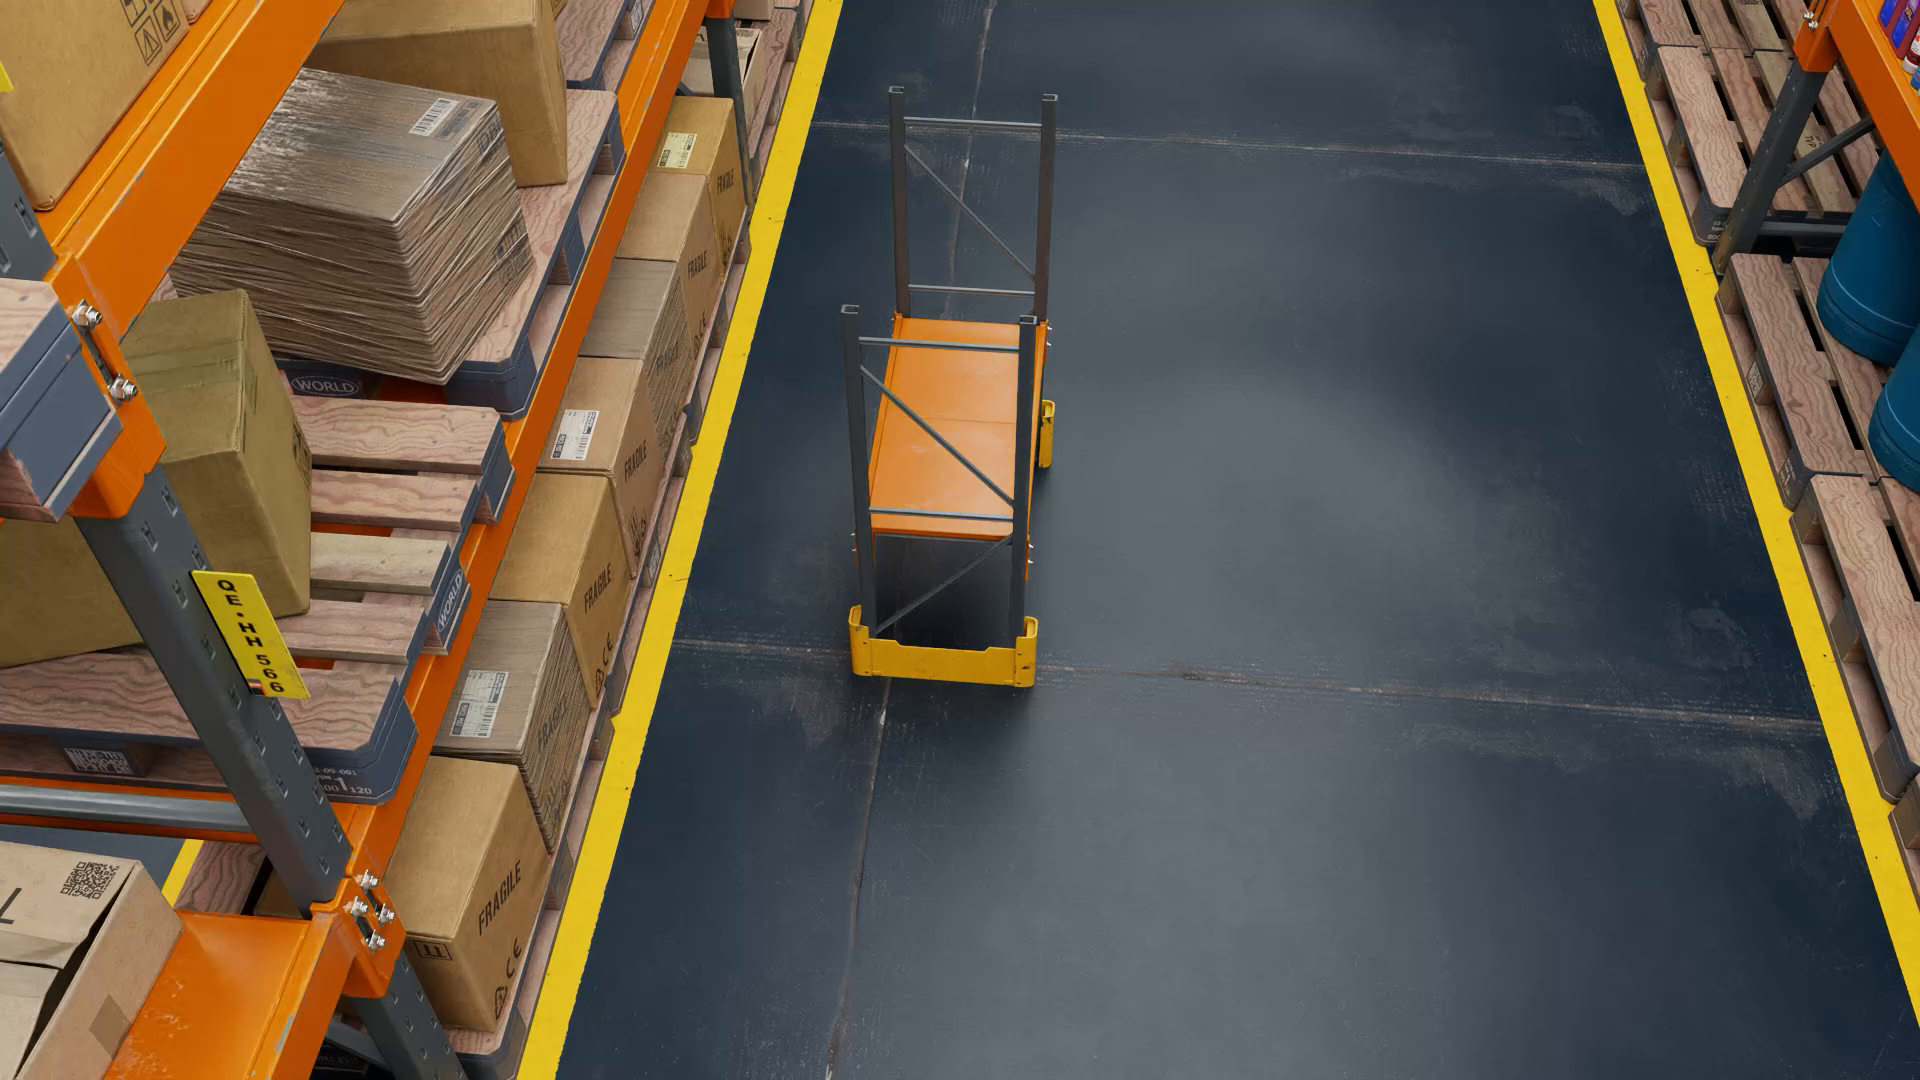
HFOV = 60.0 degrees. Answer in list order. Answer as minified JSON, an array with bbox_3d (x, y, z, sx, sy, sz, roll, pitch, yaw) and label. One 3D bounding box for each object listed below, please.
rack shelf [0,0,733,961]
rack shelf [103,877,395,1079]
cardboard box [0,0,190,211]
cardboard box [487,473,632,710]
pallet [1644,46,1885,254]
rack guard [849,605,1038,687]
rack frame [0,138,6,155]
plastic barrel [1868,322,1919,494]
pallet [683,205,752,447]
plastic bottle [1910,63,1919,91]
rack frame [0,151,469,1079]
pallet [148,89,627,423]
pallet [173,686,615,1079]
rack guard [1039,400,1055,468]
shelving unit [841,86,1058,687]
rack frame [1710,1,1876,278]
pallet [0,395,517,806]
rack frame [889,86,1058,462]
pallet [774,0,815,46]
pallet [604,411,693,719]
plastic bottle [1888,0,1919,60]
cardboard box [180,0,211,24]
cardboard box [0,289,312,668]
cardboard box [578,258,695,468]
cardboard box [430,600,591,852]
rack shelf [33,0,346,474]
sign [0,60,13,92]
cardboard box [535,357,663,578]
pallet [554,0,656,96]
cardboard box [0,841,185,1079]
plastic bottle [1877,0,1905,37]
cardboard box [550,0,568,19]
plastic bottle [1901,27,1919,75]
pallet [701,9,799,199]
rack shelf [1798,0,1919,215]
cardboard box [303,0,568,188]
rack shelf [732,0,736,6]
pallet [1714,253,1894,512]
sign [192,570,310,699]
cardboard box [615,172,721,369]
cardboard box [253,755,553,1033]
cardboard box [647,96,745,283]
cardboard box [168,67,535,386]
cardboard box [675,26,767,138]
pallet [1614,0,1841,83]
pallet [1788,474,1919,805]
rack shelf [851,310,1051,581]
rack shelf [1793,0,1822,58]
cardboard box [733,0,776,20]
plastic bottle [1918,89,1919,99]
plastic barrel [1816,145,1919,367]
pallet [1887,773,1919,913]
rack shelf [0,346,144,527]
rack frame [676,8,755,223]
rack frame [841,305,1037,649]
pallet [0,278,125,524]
[{"bbox_3d":[-1.553,-0.708,4.852,1.077,0.370,4.000,4,48,4],"label":"rack shelf"},{"bbox_3d":[-1.918,2.232,2.164,1.077,0.370,4.000,4,48,4],"label":"rack shelf"},{"bbox_3d":[-1.729,-0.850,2.394,0.910,0.500,0.500,4,48,4],"label":"cardboard box"},{"bbox_3d":[-1.317,0.146,4.980,0.500,0.500,0.500,3,48,3],"label":"cardboard box"},{"bbox_3d":[3.590,-1.686,7.149,1.003,0.211,1.213,4,48,4],"label":"pallet"},{"bbox_3d":[-0.052,0.338,5.272,0.587,0.250,0.087,4,48,4],"label":"rack guard"},{"bbox_3d":[-1.736,-1.505,1.029,1.000,3.000,0.127,4,48,4],"label":"rack frame"},{"bbox_3d":[3.430,-0.599,5.402,0.600,0.901,0.708,4,48,4],"label":"plastic barrel"},{"bbox_3d":[-1.408,-0.879,6.411,1.003,0.211,1.213,4,48,4],"label":"pallet"},{"bbox_3d":[3.090,-1.544,5.217,0.097,0.271,0.097,0,48,0],"label":"plastic bottle"},{"bbox_3d":[-1.736,0.519,3.242,1.000,3.000,0.127,4,48,4],"label":"rack frame"},{"bbox_3d":[-1.563,-0.845,4.620,1.003,0.211,1.213,4,48,4],"label":"pallet"},{"bbox_3d":[-1.630,0.914,4.771,1.003,0.211,1.213,4,48,4],"label":"pallet"},{"bbox_3d":[0.038,-0.394,5.941,0.587,0.250,0.087,4,48,4],"label":"rack guard"},{"bbox_3d":[-0.007,-0.450,5.145,0.587,1.500,1.083,4,48,4],"label":"shelving unit"},{"bbox_3d":[3.561,-2.084,5.623,1.000,3.000,0.127,4,48,4],"label":"rack frame"},{"bbox_3d":[-1.744,0.081,3.773,1.213,0.211,1.003,4,48,4],"label":"pallet"},{"bbox_3d":[0.039,-0.817,5.481,0.500,1.500,0.032,4,48,4],"label":"rack frame"},{"bbox_3d":[-1.199,-2.882,8.243,1.003,0.211,1.213,4,48,4],"label":"pallet"},{"bbox_3d":[-1.516,0.020,5.588,1.003,0.211,1.213,4,48,4],"label":"pallet"},{"bbox_3d":[3.091,-1.706,5.357,0.061,0.283,0.133,4,48,4],"label":"plastic bottle"},{"bbox_3d":[-1.683,-1.224,2.737,0.910,0.500,0.500,4,48,4],"label":"cardboard box"},{"bbox_3d":[-1.790,-0.127,3.481,0.700,0.500,0.500,-11,48,-10],"label":"cardboard box"},{"bbox_3d":[-1.230,-0.612,5.673,0.500,0.500,0.500,4,48,4],"label":"cardboard box"},{"bbox_3d":[-1.367,0.514,4.643,0.500,0.500,0.500,2,48,2],"label":"cardboard box"},{"bbox_3d":[-1.553,-1.720,3.745,1.077,0.370,4.000,4,48,4],"label":"rack shelf"},{"bbox_3d":[-1.184,-0.651,1.876,0.100,0.325,0.005,4,48,4],"label":"sign"},{"bbox_3d":[-1.274,-0.238,5.331,0.500,0.500,0.500,2,48,2],"label":"cardboard box"},{"bbox_3d":[-1.553,-1.775,5.471,1.003,0.211,1.213,4,48,4],"label":"pallet"},{"bbox_3d":[-1.812,0.814,3.033,0.500,0.311,0.500,7,48,6],"label":"cardboard box"},{"bbox_3d":[3.103,-1.804,5.446,0.061,0.283,0.133,4,48,4],"label":"plastic bottle"},{"bbox_3d":[-1.637,-1.753,4.968,0.700,0.500,0.500,11,48,10],"label":"cardboard box"},{"bbox_3d":[3.099,-1.592,5.308,0.097,0.201,0.097,0,48,0],"label":"plastic bottle"},{"bbox_3d":[-1.308,-1.983,7.421,1.003,0.211,1.213,4,48,4],"label":"pallet"},{"bbox_3d":[3.379,-0.372,4.545,1.077,0.370,4.000,4,48,4],"label":"rack shelf"},{"bbox_3d":[-1.471,-1.293,4.548,0.700,0.500,0.500,-7,48,-6],"label":"cardboard box"},{"bbox_3d":[-1.189,-3.647,7.540,1.077,0.370,4.000,4,48,4],"label":"rack shelf"},{"bbox_3d":[3.449,-0.579,6.136,1.003,0.211,1.213,4,48,4],"label":"pallet"},{"bbox_3d":[-1.183,0.163,2.783,0.100,0.325,0.005,4,48,4],"label":"sign"},{"bbox_3d":[-1.184,-0.980,6.010,0.500,0.500,0.500,4,48,4],"label":"cardboard box"},{"bbox_3d":[-1.410,0.899,4.291,0.500,0.500,0.500,6,48,5],"label":"cardboard box"},{"bbox_3d":[-1.131,-1.343,6.341,0.500,0.500,0.500,4,48,3],"label":"cardboard box"},{"bbox_3d":[-1.517,-0.786,4.084,0.700,0.500,0.500,12,49,11],"label":"cardboard box"},{"bbox_3d":[-1.117,-1.955,7.029,0.500,0.311,0.500,4,48,4],"label":"cardboard box"},{"bbox_3d":[3.698,-2.585,7.971,1.003,0.211,1.213,4,48,4],"label":"pallet"},{"bbox_3d":[3.341,0.320,5.314,1.003,0.211,1.213,4,48,4],"label":"pallet"},{"bbox_3d":[-0.008,-0.322,5.272,0.538,0.185,1.000,4,48,4],"label":"rack shelf"},{"bbox_3d":[3.744,-3.311,7.233,1.077,0.370,4.000,4,48,4],"label":"rack shelf"},{"bbox_3d":[-1.049,-2.542,7.665,0.380,0.166,0.250,4,48,4],"label":"cardboard box"},{"bbox_3d":[3.106,-1.459,5.136,0.152,0.276,0.135,4,48,4],"label":"plastic bottle"},{"bbox_3d":[3.495,-1.119,5.878,0.600,0.901,0.708,4,48,4],"label":"plastic barrel"},{"bbox_3d":[3.227,1.214,4.496,1.003,0.211,1.213,4,48,4],"label":"pallet"},{"bbox_3d":[-1.918,1.219,1.057,1.077,0.370,4.000,4,48,4],"label":"rack shelf"},{"bbox_3d":[-1.371,-2.420,5.931,1.000,3.000,0.127,4,48,4],"label":"rack frame"},{"bbox_3d":[-0.054,-0.070,4.798,0.500,1.500,0.032,4,48,4],"label":"rack frame"},{"bbox_3d":[-1.708,0.075,1.743,1.213,0.211,1.003,6,48,5],"label":"pallet"}]
